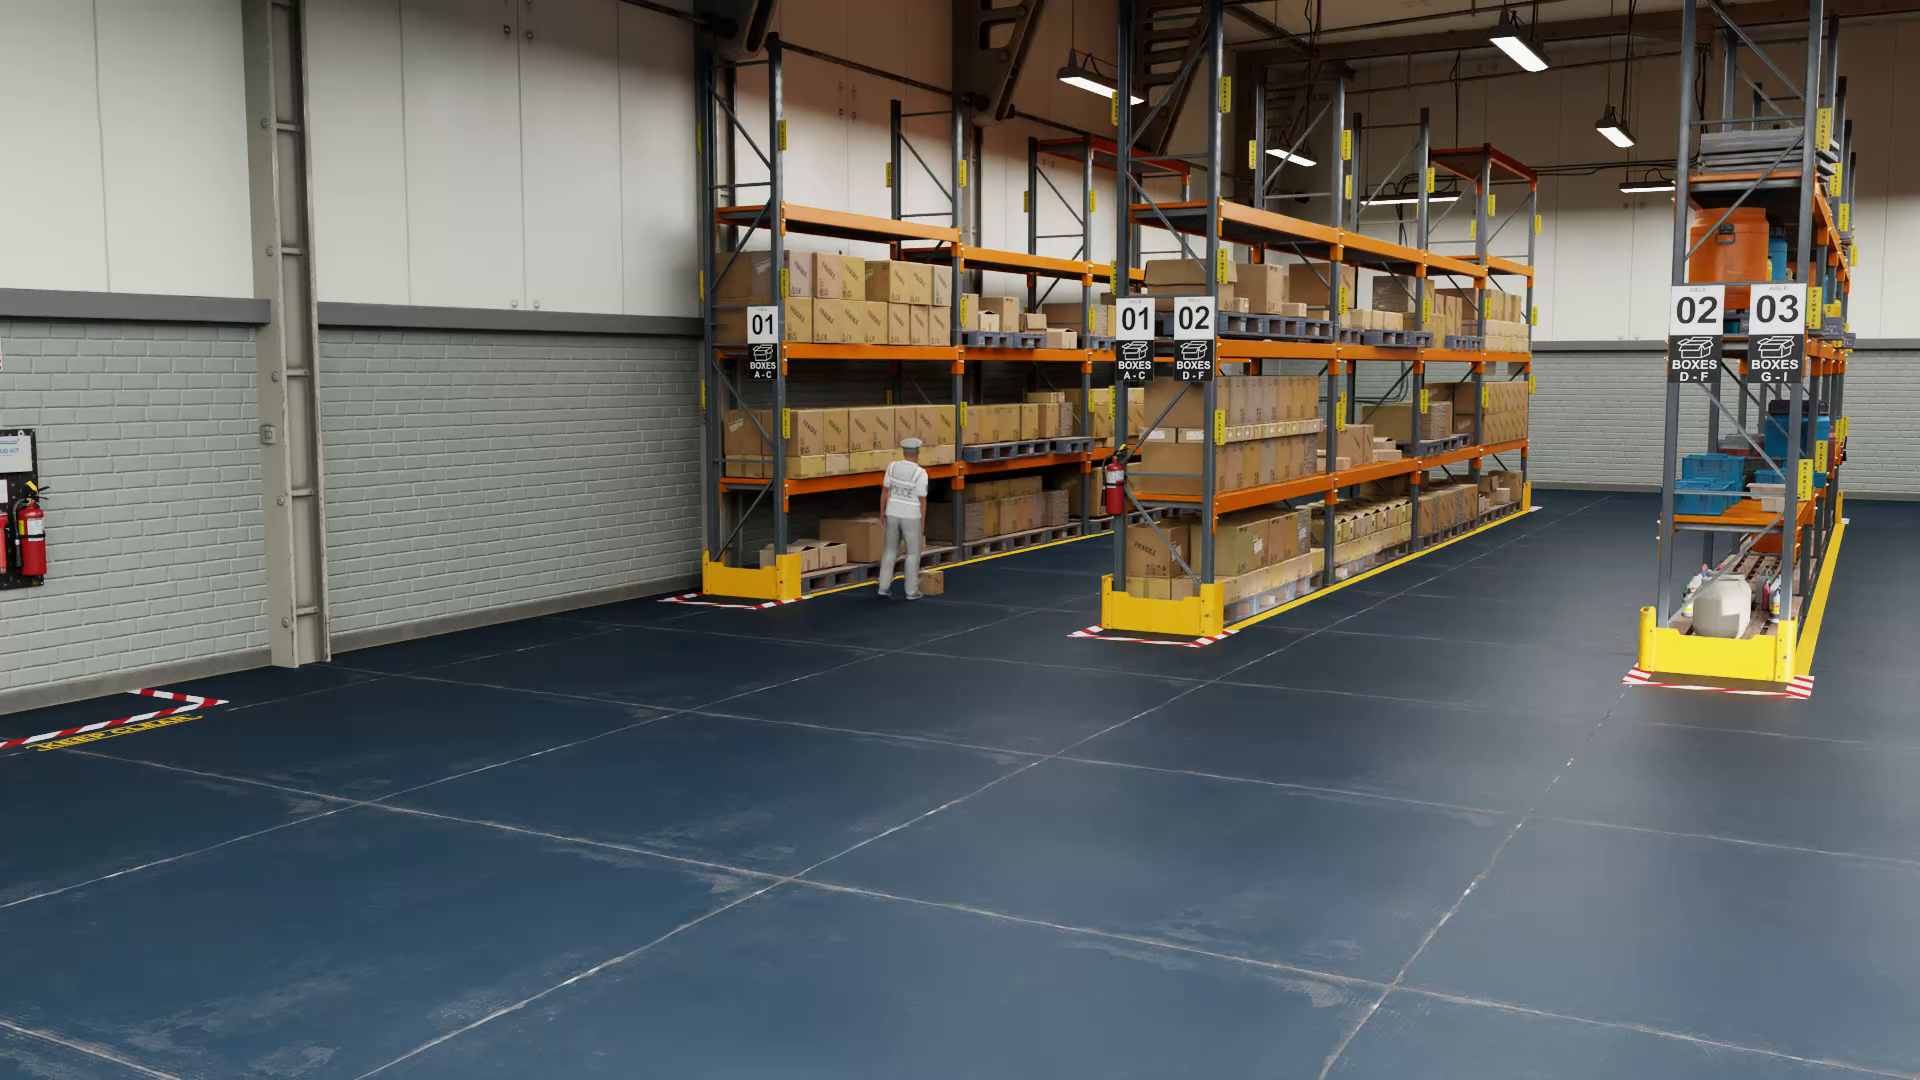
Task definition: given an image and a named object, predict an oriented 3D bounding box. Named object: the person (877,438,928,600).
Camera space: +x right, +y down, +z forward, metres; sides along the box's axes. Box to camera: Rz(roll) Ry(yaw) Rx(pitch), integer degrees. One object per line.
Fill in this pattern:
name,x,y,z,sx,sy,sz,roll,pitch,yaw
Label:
person,-0.617,-0.236,18.242,0.643,1.774,0.397,3,7,30
